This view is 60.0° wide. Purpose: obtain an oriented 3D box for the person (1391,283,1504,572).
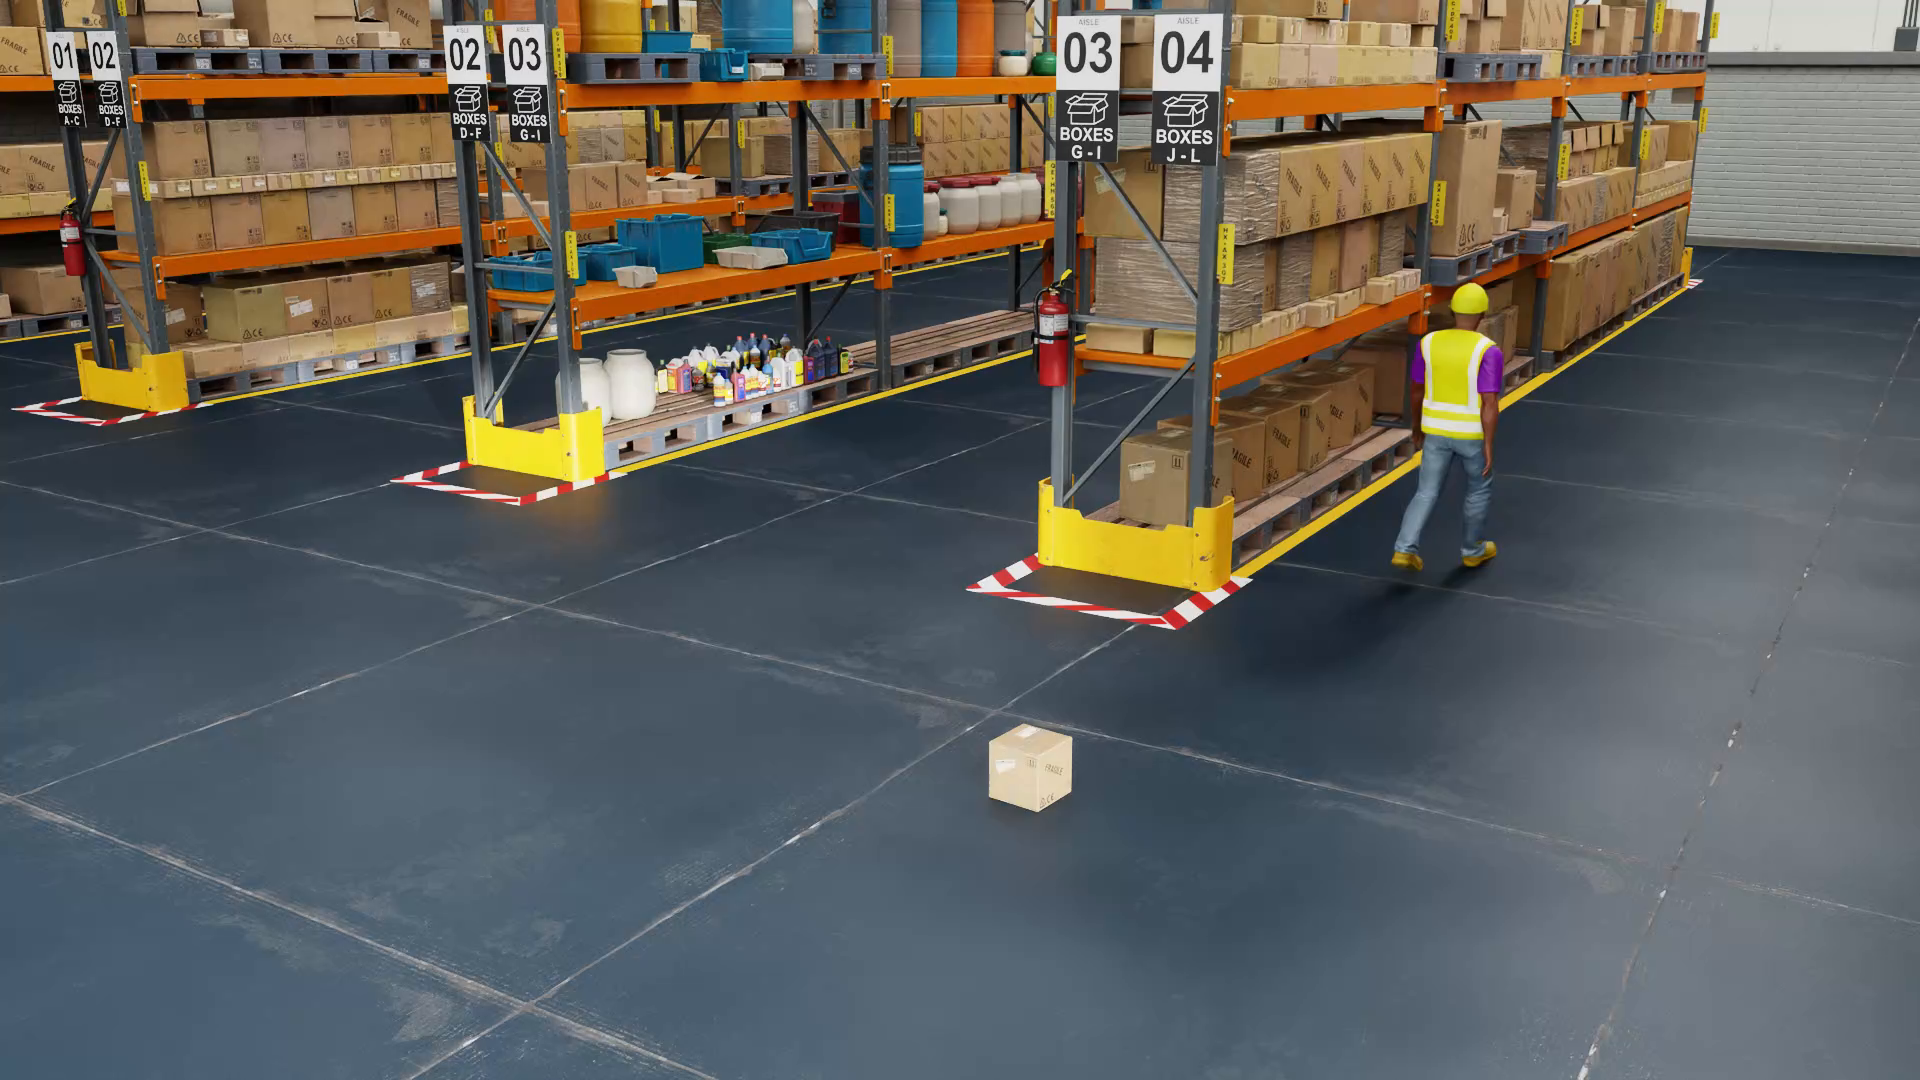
[{"bbox_3d":[2.888,-0.639,9.720,0.597,1.734,1.003,12,20,36],"label":"person"}]
